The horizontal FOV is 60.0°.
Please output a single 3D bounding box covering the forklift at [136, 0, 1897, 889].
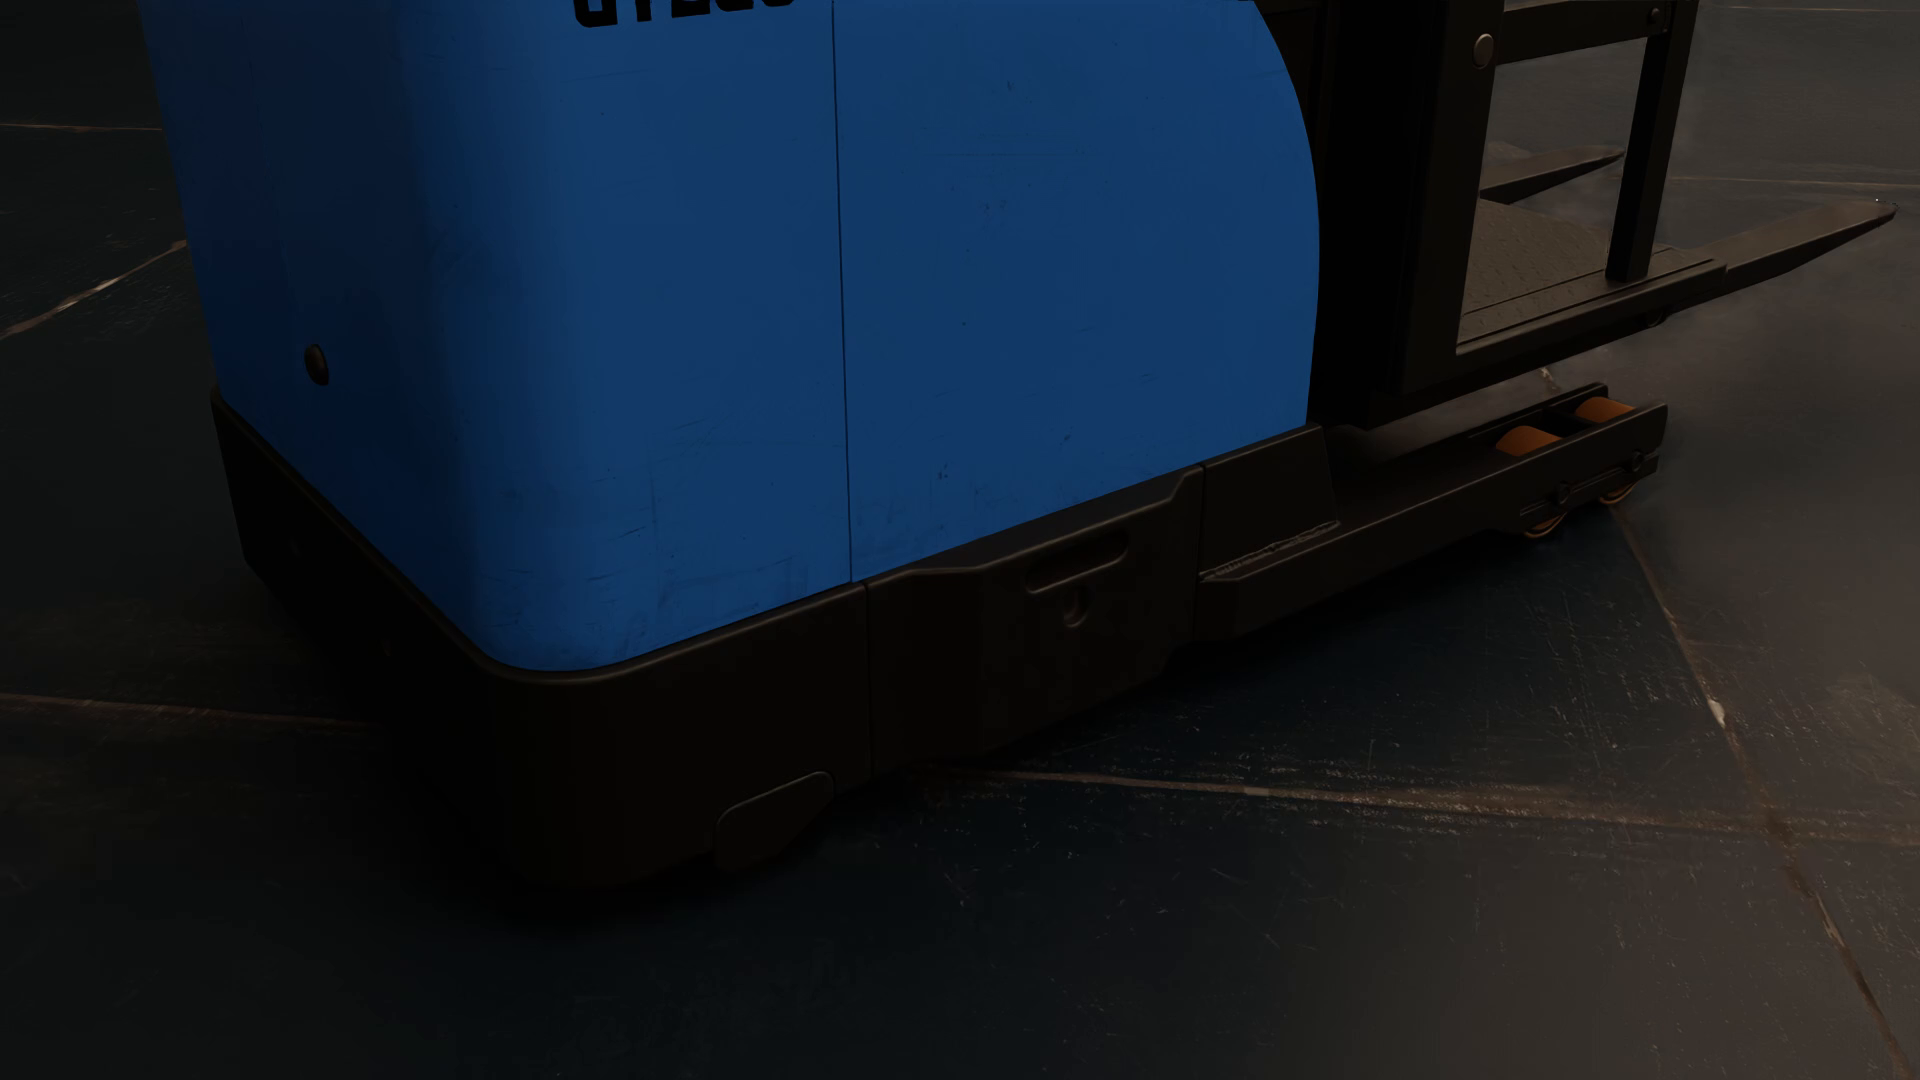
[{"bbox_3d":[0.479,-1.481,2.185,3.031,2.935,1.130,-19,32,-33],"label":"forklift"}]
